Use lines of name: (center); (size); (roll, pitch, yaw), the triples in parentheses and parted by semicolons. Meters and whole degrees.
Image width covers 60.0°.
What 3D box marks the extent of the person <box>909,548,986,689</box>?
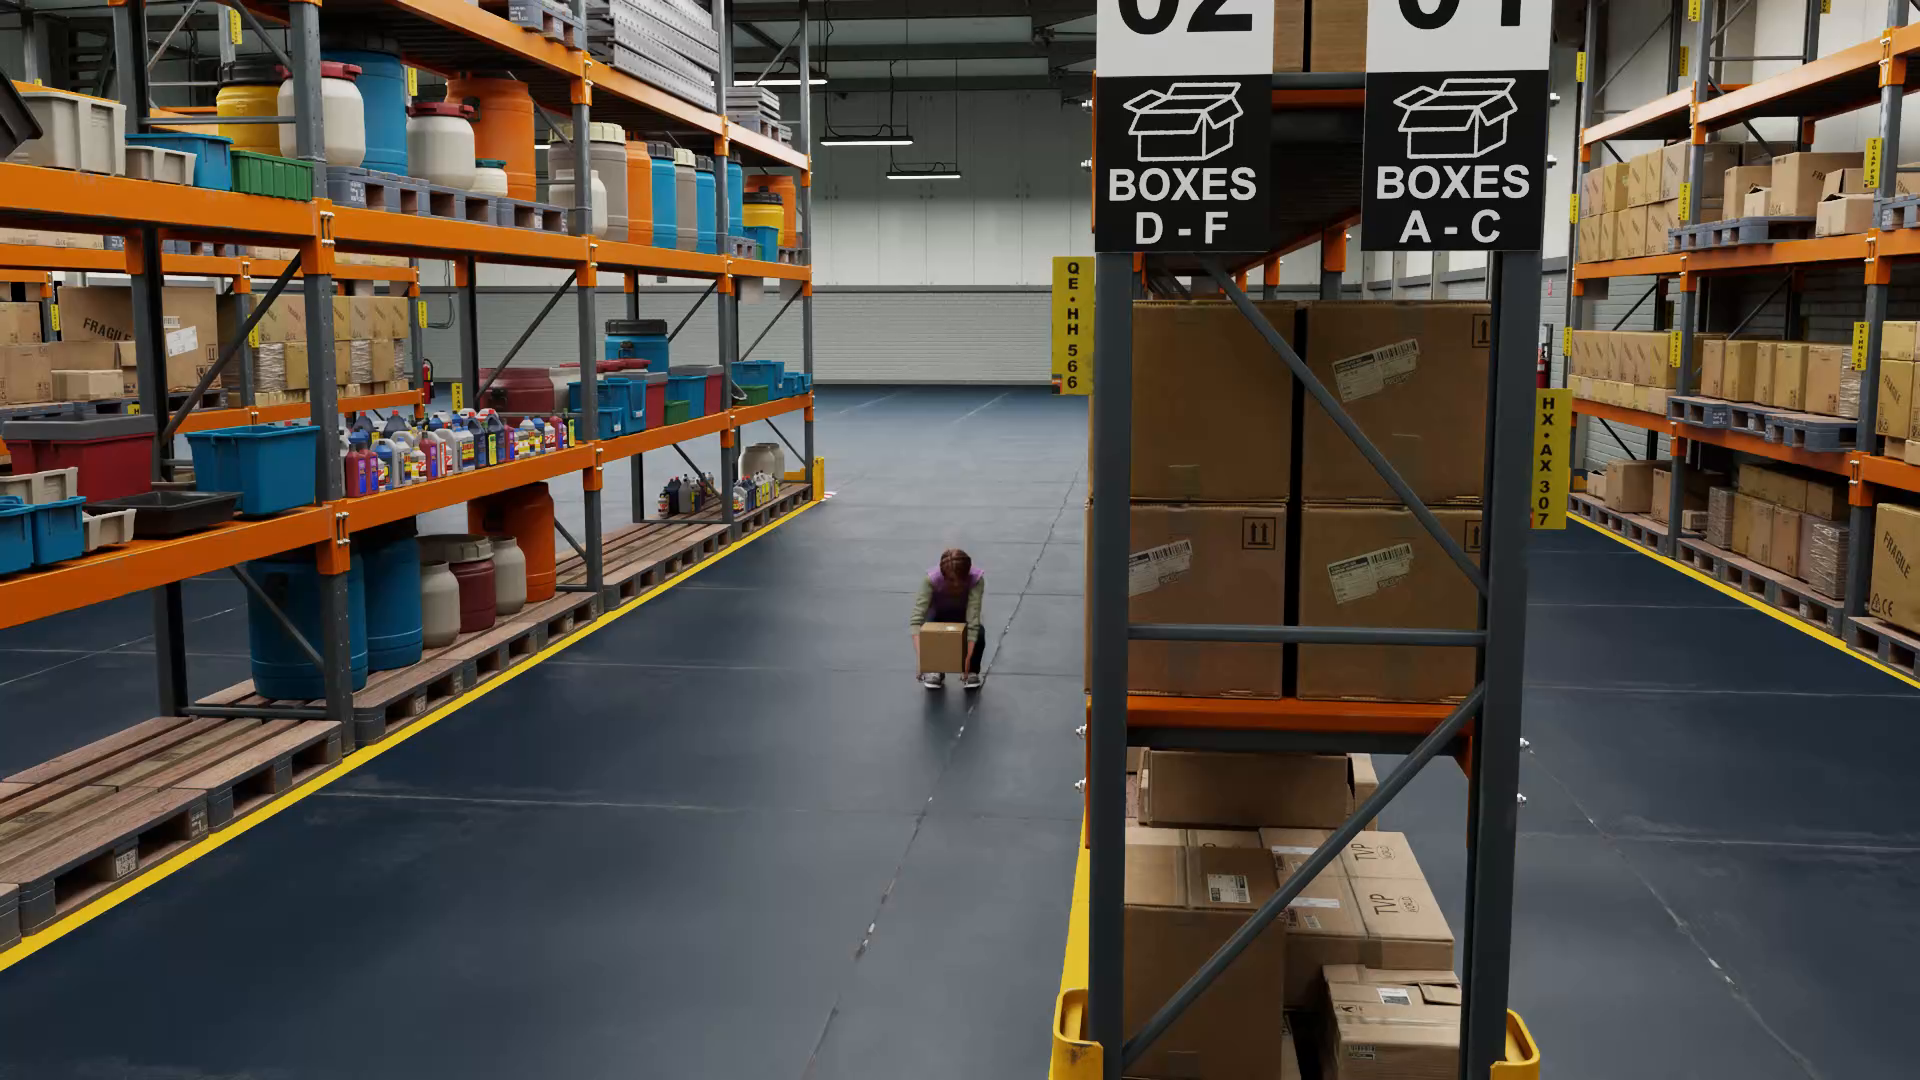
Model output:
person: (-0.060, 0.475, 10.034); (0.447, 0.886, 0.810); (1, 8, 6)
